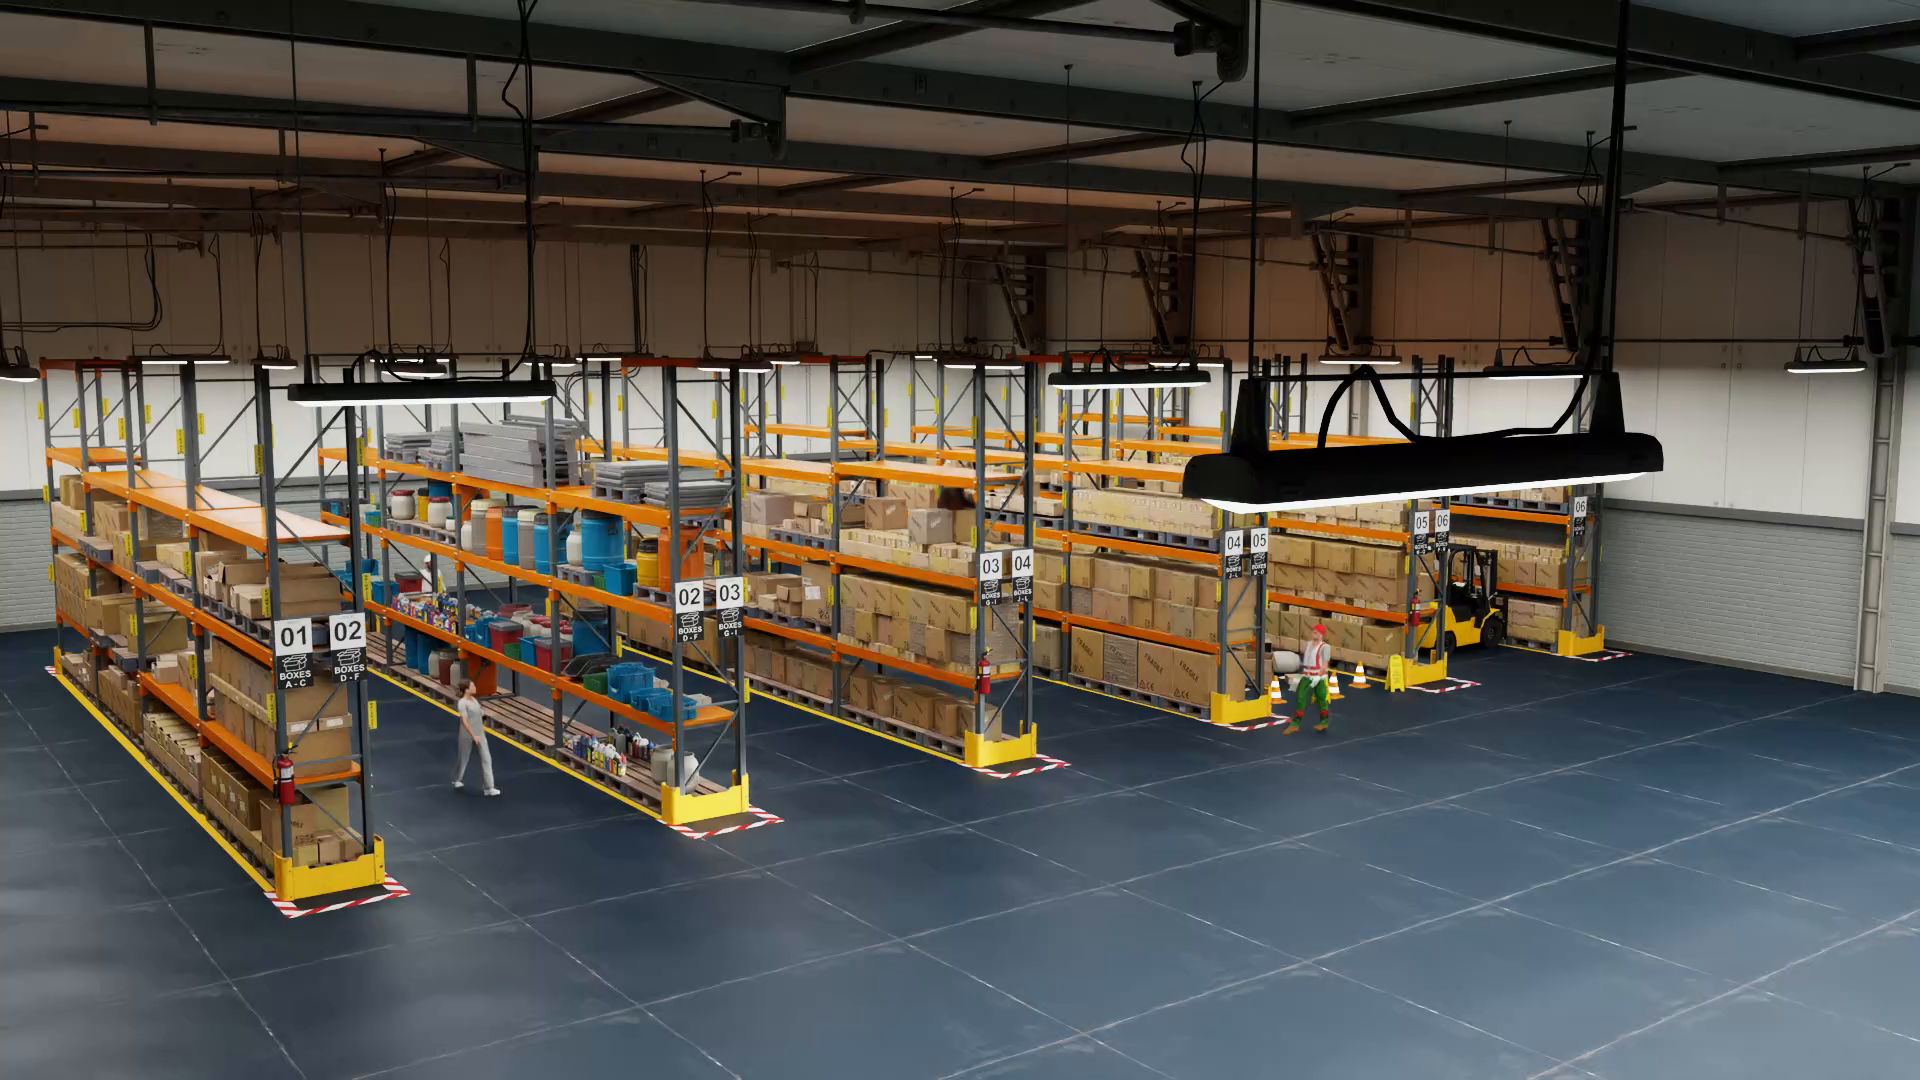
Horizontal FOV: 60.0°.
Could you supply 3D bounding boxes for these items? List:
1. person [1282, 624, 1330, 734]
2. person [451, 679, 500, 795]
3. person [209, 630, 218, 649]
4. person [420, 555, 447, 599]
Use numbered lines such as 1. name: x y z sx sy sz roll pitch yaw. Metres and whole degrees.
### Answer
1. person: 5.648 2.233 26.763 0.863 1.760 0.551 -7 10 -44
2. person: -6.818 2.742 23.225 0.397 1.618 1.006 -6 9 -42
3. person: -14.569 1.554 32.513 0.412 1.810 0.612 -2 7 -15
4. person: -11.372 1.190 35.771 0.611 1.732 1.066 -6 9 -40
